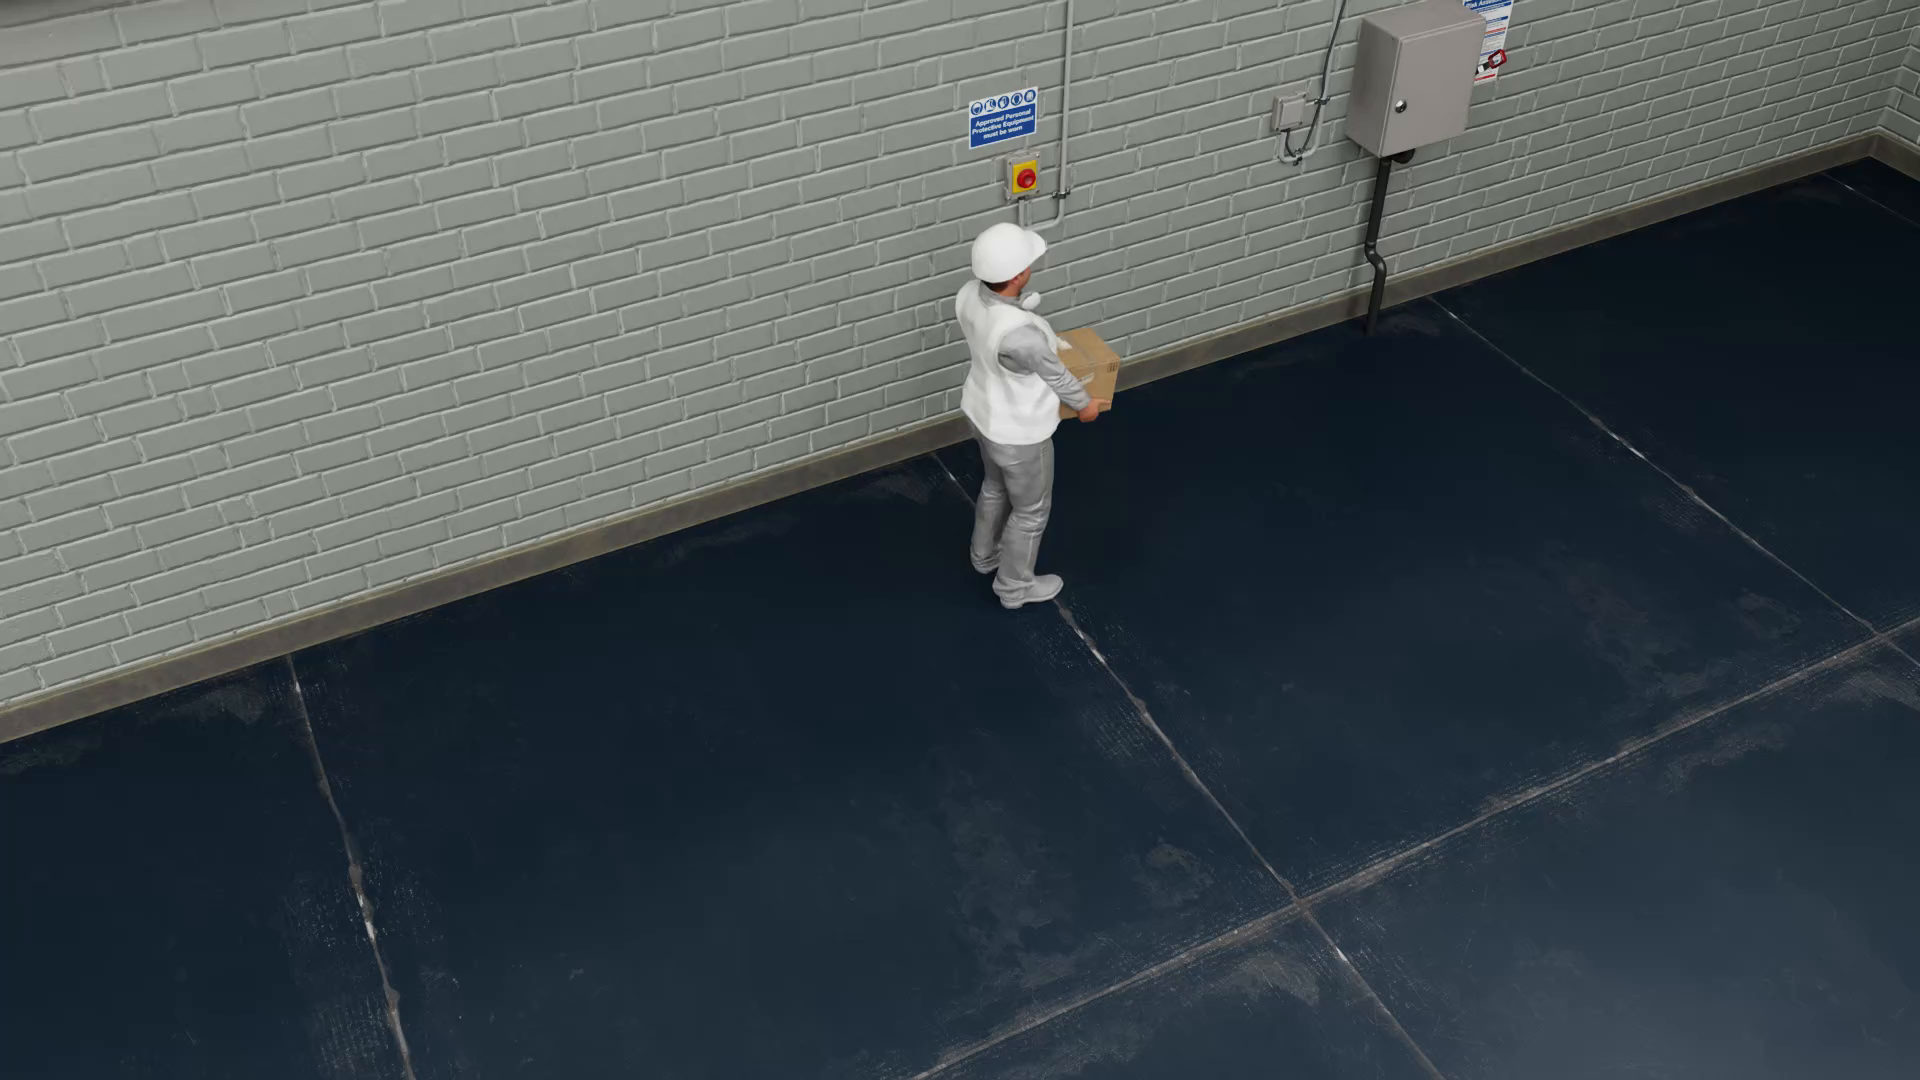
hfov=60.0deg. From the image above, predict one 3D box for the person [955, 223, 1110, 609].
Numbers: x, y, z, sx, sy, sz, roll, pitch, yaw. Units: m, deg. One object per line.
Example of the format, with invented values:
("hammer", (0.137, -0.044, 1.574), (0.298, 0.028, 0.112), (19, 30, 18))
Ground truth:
("person", (0.290, -0.530, 6.754), (0.554, 1.767, 0.495), (-18, 44, -20))
